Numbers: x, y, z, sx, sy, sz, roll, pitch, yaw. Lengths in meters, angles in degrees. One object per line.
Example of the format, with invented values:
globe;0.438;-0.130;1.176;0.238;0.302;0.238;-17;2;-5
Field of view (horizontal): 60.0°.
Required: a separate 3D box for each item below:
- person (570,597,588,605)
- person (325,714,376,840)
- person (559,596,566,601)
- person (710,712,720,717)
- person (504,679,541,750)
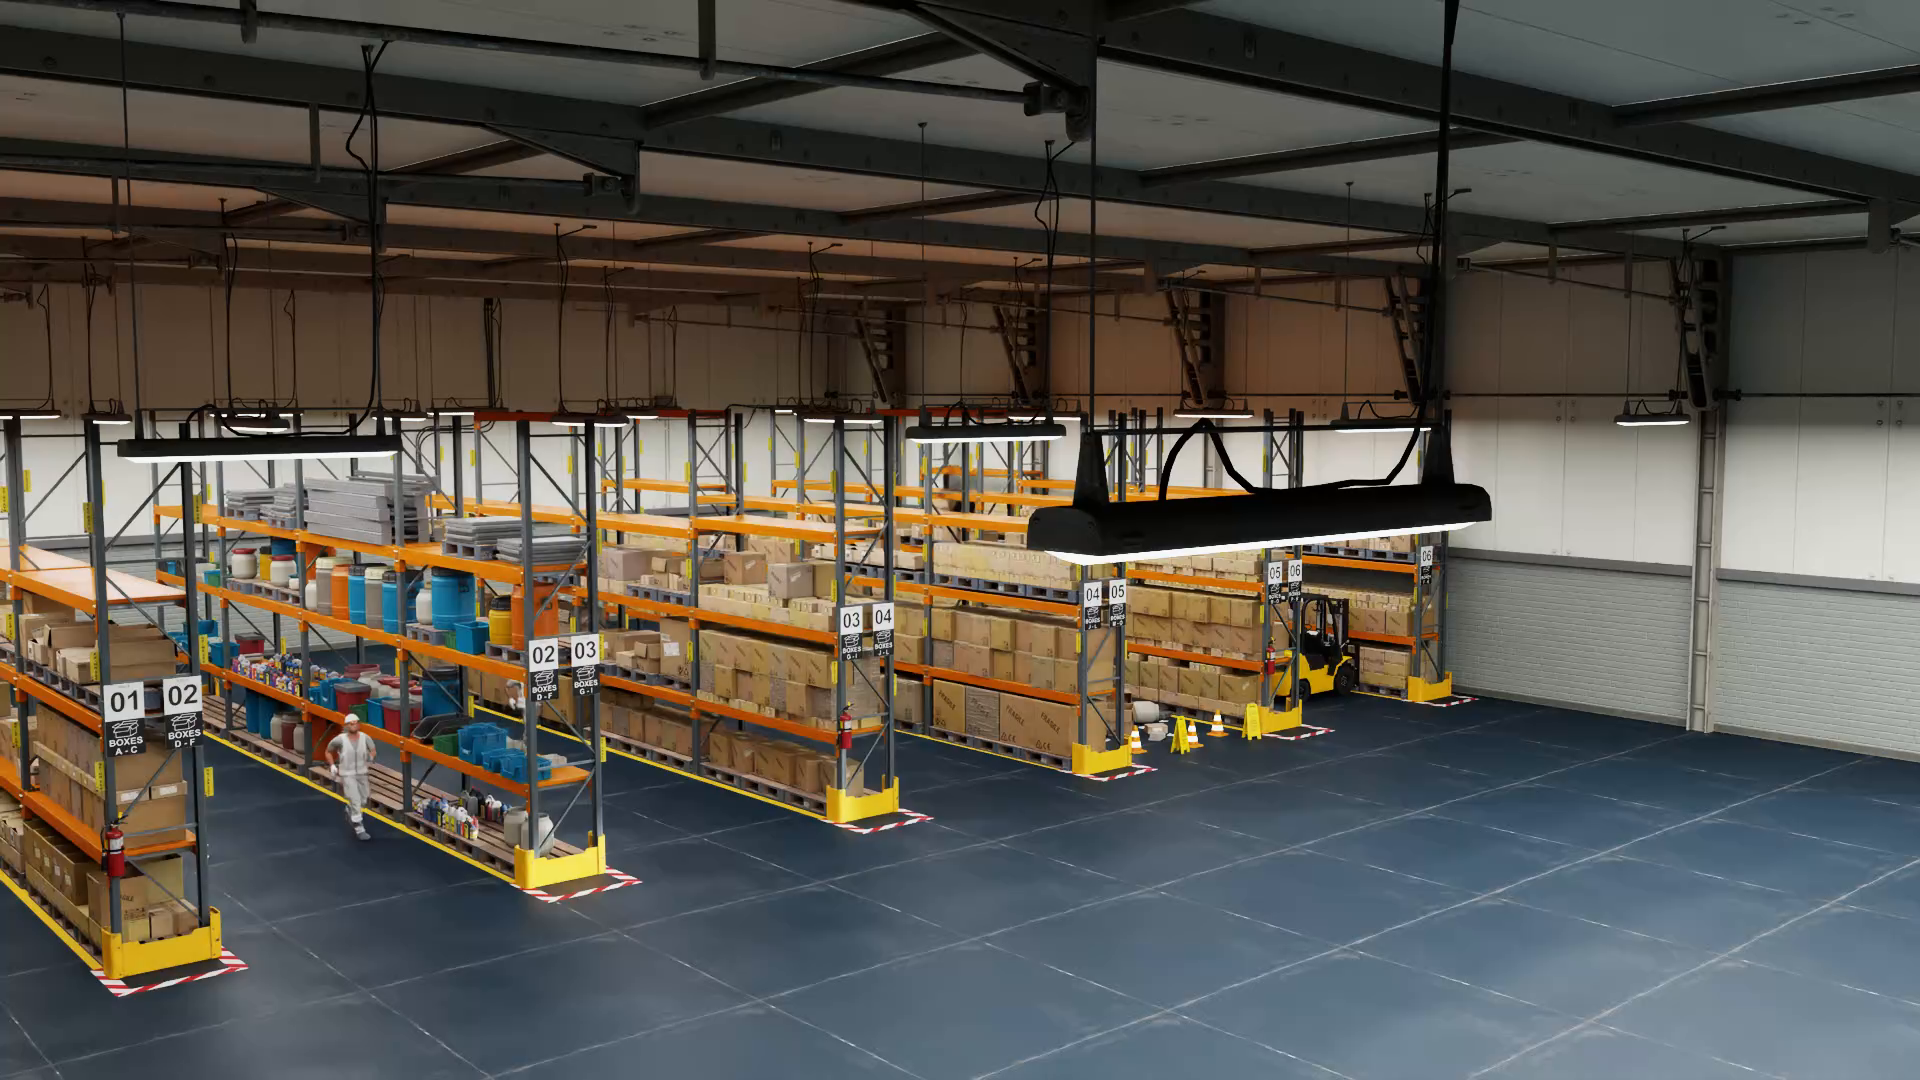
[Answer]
person;-9.476;1.933;40.701;0.917;1.647;0.825;-3;6;-30
person;-8.666;3.350;23.736;0.660;1.769;0.907;-4;7;-41
person;-9.364;2.134;38.820;0.681;1.703;0.643;-1;5;-11
person;-4.962;2.566;32.745;0.933;1.747;0.710;5;7;44
person;-7.436;2.919;28.777;0.725;1.807;0.656;4;6;36
